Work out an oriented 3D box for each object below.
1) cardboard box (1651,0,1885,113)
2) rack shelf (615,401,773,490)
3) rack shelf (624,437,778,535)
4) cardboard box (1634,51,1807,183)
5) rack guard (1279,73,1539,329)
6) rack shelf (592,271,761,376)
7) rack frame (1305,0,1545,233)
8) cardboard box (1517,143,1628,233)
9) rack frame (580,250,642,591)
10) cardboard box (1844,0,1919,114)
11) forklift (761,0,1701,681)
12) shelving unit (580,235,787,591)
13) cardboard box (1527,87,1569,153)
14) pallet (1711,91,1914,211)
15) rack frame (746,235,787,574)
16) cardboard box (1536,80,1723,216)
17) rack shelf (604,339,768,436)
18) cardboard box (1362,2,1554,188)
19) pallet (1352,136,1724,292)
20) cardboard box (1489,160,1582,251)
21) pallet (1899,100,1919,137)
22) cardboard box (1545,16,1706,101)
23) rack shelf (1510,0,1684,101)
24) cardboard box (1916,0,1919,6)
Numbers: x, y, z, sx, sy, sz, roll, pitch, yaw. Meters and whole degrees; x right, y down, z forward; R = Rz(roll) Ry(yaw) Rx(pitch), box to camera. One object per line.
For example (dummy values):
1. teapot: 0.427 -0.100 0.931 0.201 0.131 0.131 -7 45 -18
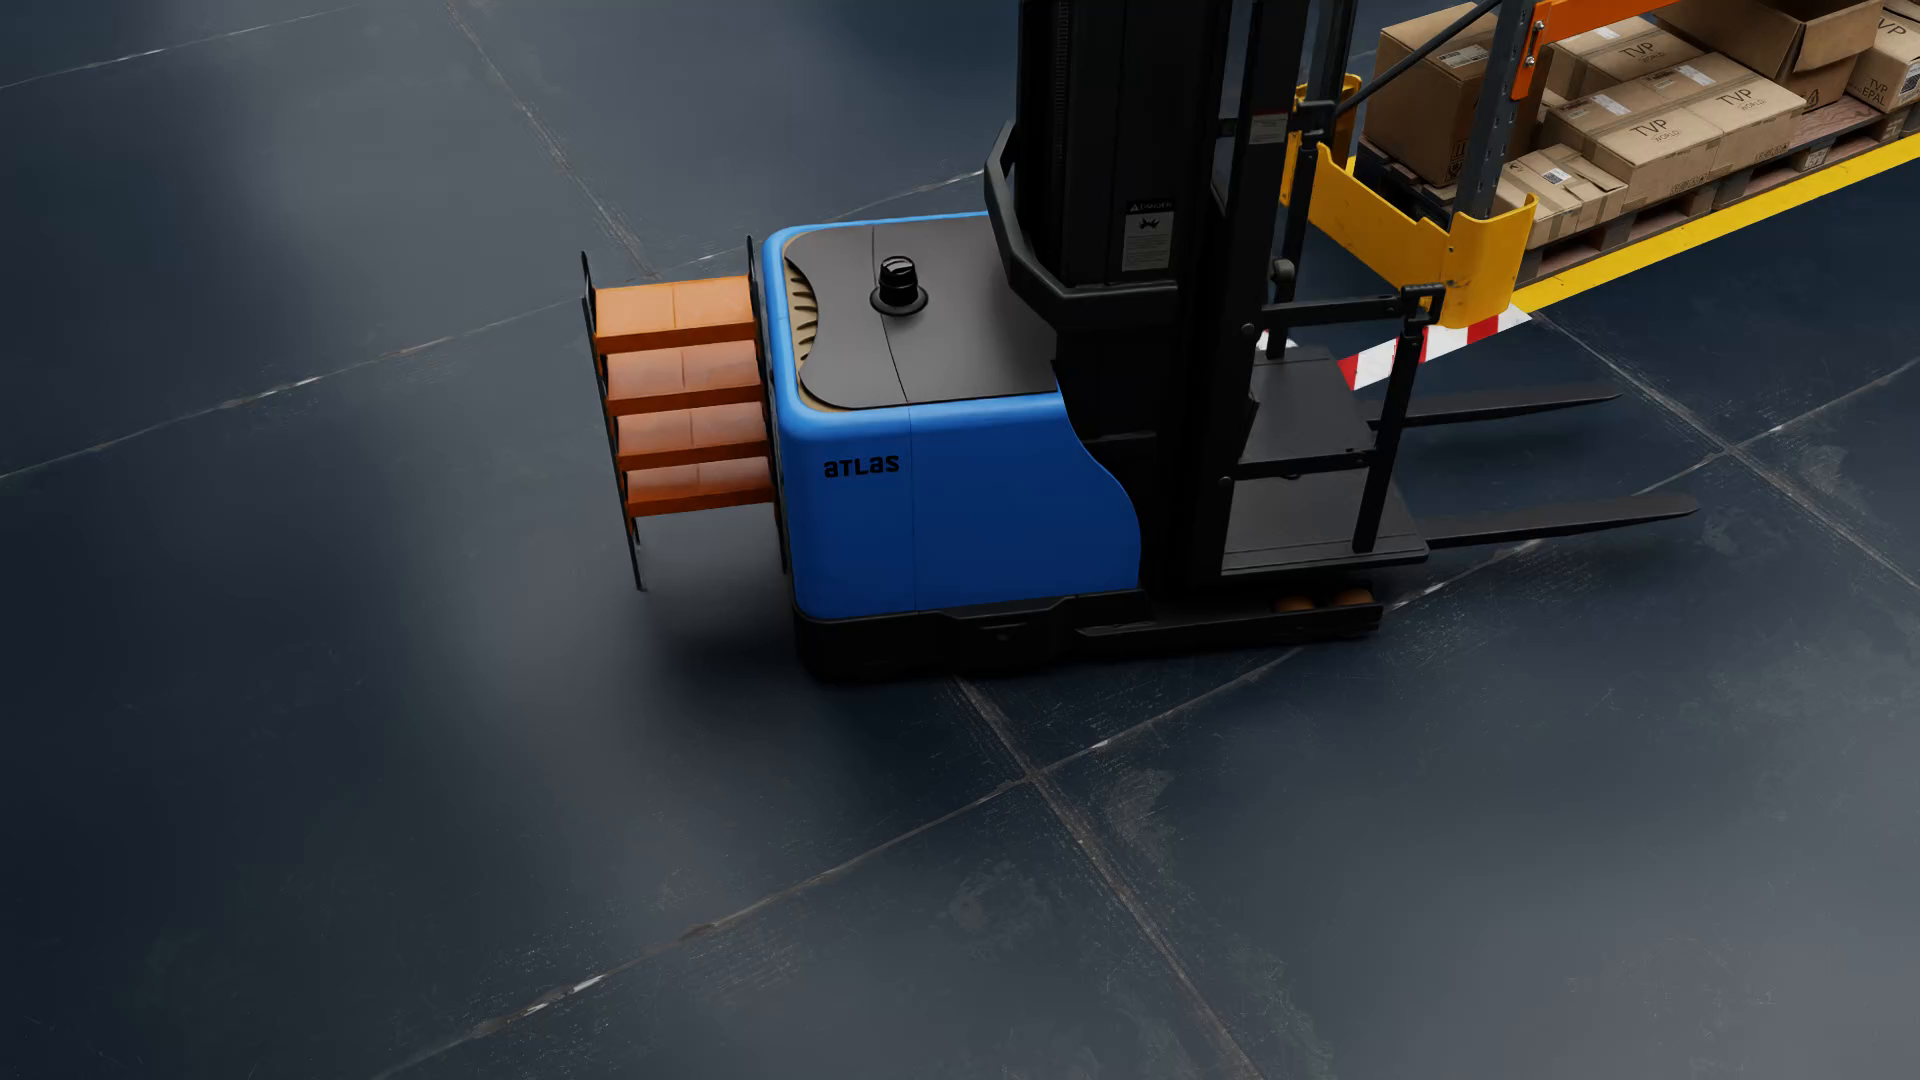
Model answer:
1. cardboard box: 3.580 -2.279 7.421 0.637 0.503 0.797 -22 48 -21
2. rack shelf: -0.852 -0.322 5.317 0.480 0.148 0.258 -7 45 -7
3. rack shelf: -0.852 -0.180 5.456 0.480 0.148 0.258 -7 45 -7
4. cardboard box: 3.218 -1.819 7.129 0.500 0.250 0.500 -22 48 -21
5. rack guard: 1.805 -1.413 6.847 0.348 0.500 1.175 -22 48 -21
6. rack shelf: -0.852 -0.653 4.997 0.480 0.148 0.258 -7 45 -7
7. rack frame: 1.739 -2.284 5.950 0.127 3.000 1.000 -22 48 -21
8. cardboard box: 2.490 -1.450 6.808 0.250 0.166 0.380 -22 48 -21
9. rack frame: -1.093 -0.343 5.241 0.015 1.200 0.240 -7 45 -7
10. cardboard box: 4.204 -2.236 7.515 0.500 0.311 0.500 -22 48 -21
11. forklift: 0.925 -1.077 4.756 3.031 2.935 1.130 -6 44 -6
12. shelving unit: -0.852 -0.371 5.270 0.503 1.200 0.258 -7 45 -7
13. cardboard box: 2.483 -1.849 7.220 0.250 0.166 0.380 -22 48 -21
14. pallet: 3.552 -2.007 7.667 1.213 0.211 1.003 -22 48 -21
15. rack frame: -0.612 -0.399 5.299 0.015 1.200 0.240 -7 45 -7
16. cardboard box: 2.785 -1.646 6.951 0.500 0.250 0.500 -22 48 -21
17. rack shelf: -0.852 -0.483 5.161 0.480 0.148 0.258 -7 45 -7
18. cardboard box: 2.087 -1.882 7.015 0.500 0.500 0.500 -22 48 -21
19. pallet: 2.495 -1.587 7.234 1.213 0.211 1.003 -22 48 -21
20. cardboard box: 2.273 -1.357 6.725 0.250 0.149 0.380 -22 48 -21
21. pallet: 4.611 -2.433 8.106 1.213 0.211 1.003 -22 48 -21
22. cardboard box: 2.926 -2.104 7.423 0.500 0.250 0.500 -22 48 -21
23. rack shelf: 3.473 -2.720 6.915 4.000 0.370 1.077 -22 48 -21
24. cardboard box: 4.854 -2.564 7.717 0.500 0.500 0.500 -22 48 -21
